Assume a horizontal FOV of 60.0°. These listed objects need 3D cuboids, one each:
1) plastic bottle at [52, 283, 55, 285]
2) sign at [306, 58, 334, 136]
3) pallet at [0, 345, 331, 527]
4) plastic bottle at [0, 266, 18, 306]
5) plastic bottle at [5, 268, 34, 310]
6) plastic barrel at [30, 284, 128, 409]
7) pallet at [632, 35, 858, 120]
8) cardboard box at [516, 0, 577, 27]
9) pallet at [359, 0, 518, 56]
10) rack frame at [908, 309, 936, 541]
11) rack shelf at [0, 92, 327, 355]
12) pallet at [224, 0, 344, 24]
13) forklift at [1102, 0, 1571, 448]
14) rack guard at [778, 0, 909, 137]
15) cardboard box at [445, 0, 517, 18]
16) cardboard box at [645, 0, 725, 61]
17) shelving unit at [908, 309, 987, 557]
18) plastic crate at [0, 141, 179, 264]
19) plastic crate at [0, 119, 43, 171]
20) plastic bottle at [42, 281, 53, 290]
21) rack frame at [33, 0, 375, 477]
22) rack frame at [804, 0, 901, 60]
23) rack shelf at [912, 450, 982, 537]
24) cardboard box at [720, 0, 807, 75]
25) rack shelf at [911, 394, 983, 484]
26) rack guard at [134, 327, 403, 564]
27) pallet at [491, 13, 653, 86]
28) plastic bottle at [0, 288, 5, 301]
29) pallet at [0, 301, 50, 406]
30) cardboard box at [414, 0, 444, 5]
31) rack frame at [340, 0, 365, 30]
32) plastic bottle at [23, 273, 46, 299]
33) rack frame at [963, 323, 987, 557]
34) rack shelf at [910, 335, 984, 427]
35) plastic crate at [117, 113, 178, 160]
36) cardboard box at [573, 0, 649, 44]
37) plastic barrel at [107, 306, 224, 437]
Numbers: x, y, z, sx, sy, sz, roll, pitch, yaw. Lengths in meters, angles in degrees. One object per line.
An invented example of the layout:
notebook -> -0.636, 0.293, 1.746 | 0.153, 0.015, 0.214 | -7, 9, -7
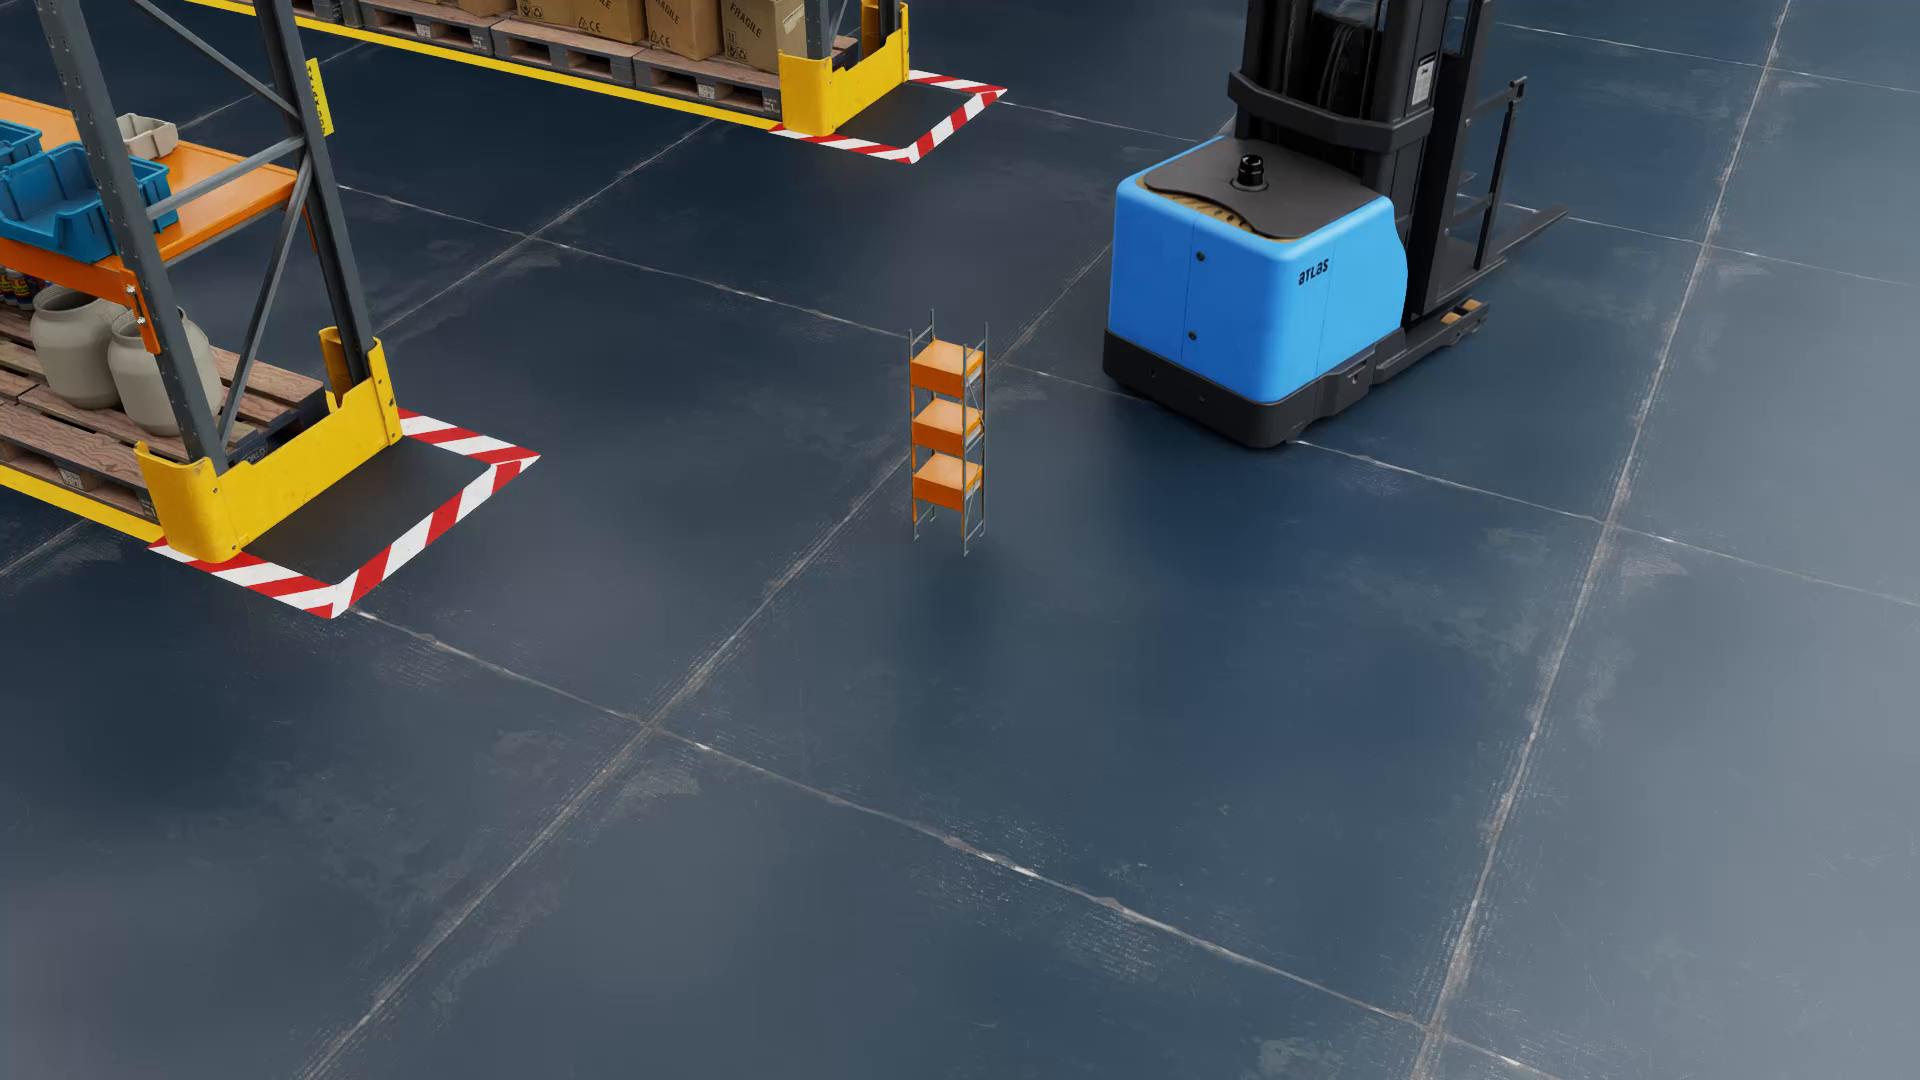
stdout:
plastic bottle -> -4.425, -1.205, 8.249 | 0.097, 0.271, 0.097 | 0, 37, 0
sign -> -2.702, -1.849, 6.976 | 0.005, 0.325, 0.100 | 17, 41, 21
pallet -> -3.767, -0.559, 7.812 | 1.213, 0.211, 1.003 | 17, 41, 21
plastic bottle -> -4.819, -1.328, 8.411 | 0.097, 0.271, 0.097 | 0, 37, 0
plastic bottle -> -4.730, -1.300, 8.375 | 0.097, 0.271, 0.097 | 0, 37, 0
plastic barrel -> -4.023, -0.903, 7.668 | 0.421, 0.512, 0.421 | 0, 37, 0
pallet -> -1.454, -3.259, 11.369 | 1.213, 0.211, 1.003 | 17, 41, 21
cardboard box -> -2.797, -3.970, 11.719 | 0.500, 0.500, 0.500 | 14, 39, 18
pallet -> -3.620, -3.938, 12.263 | 1.213, 0.211, 1.003 | 17, 41, 21
rack frame -> -0.156, -0.467, 6.997 | 0.008, 1.050, 0.200 | 17, 41, 21
rack shelf -> -4.735, -1.714, 7.623 | 4.000, 0.370, 1.077 | 17, 41, 21
pallet -> -4.925, -4.321, 12.768 | 1.213, 0.211, 1.003 | 17, 41, 21
forklift -> 2.115, -2.372, 7.950 | 3.031, 2.935, 1.130 | -30, 47, -34
rack guard -> -0.748, -3.130, 10.959 | 0.348, 0.500, 1.175 | 17, 41, 21
cardboard box -> -3.384, -4.100, 11.890 | 0.500, 0.500, 0.500 | -30, 47, -34
cardboard box -> -1.774, -3.606, 11.240 | 0.500, 0.500, 0.500 | 29, 46, 33
shelving unit -> -0.048, -0.433, 6.952 | 0.252, 1.050, 0.215 | 17, 41, 21
plastic crate -> -3.541, -1.364, 6.689 | 0.616, 0.251, 0.499 | 17, 41, 21
plastic crate -> -4.115, -1.548, 6.931 | 0.408, 0.251, 0.499 | 17, 41, 21
plastic bottle -> -4.517, -1.206, 8.308 | 0.097, 0.201, 0.097 | 0, 37, 0
rack frame -> -2.959, -1.445, 6.673 | 0.127, 3.000, 1.000 | 17, 41, 21
rack frame -> -0.681, -4.104, 10.176 | 0.127, 3.000, 1.000 | 17, 41, 21
rack shelf -> -0.048, -0.203, 7.127 | 0.240, 0.259, 0.215 | 17, 41, 21
cardboard box -> -1.228, -3.458, 11.045 | 0.500, 0.500, 0.500 | 25, 44, 29
rack shelf -> -0.048, -0.425, 6.959 | 0.240, 0.259, 0.215 | 17, 41, 21
rack guard -> -3.048, -0.445, 7.423 | 0.348, 0.500, 1.175 | 17, 41, 21
pallet -> -2.533, -3.599, 11.817 | 1.213, 0.211, 1.003 | 17, 41, 21
plastic bottle -> -4.907, -1.328, 8.469 | 0.097, 0.201, 0.097 | 0, 37, 0
pallet -> -4.846, -0.899, 8.259 | 1.213, 0.211, 1.003 | 17, 41, 21
cardboard box -> -3.896, -4.255, 12.095 | 0.500, 0.500, 0.500 | 16, 40, 20
rack frame -> -4.233, -5.216, 11.641 | 0.127, 3.000, 1.000 | 17, 41, 21
plastic bottle -> -4.618, -1.282, 8.341 | 0.133, 0.283, 0.061 | 18, 41, 22
rack frame -> 0.061, -0.399, 6.907 | 0.008, 1.050, 0.200 | 17, 41, 21
rack shelf -> -0.048, -0.651, 6.787 | 0.240, 0.259, 0.215 | 17, 41, 21
plastic crate -> -3.605, -1.761, 7.308 | 0.250, 0.136, 0.298 | 17, 41, 21
cardboard box -> -2.322, -3.790, 11.483 | 0.500, 0.500, 0.500 | 21, 42, 26
plastic barrel -> -3.578, -0.763, 7.485 | 0.421, 0.512, 0.421 | 0, 37, 0
